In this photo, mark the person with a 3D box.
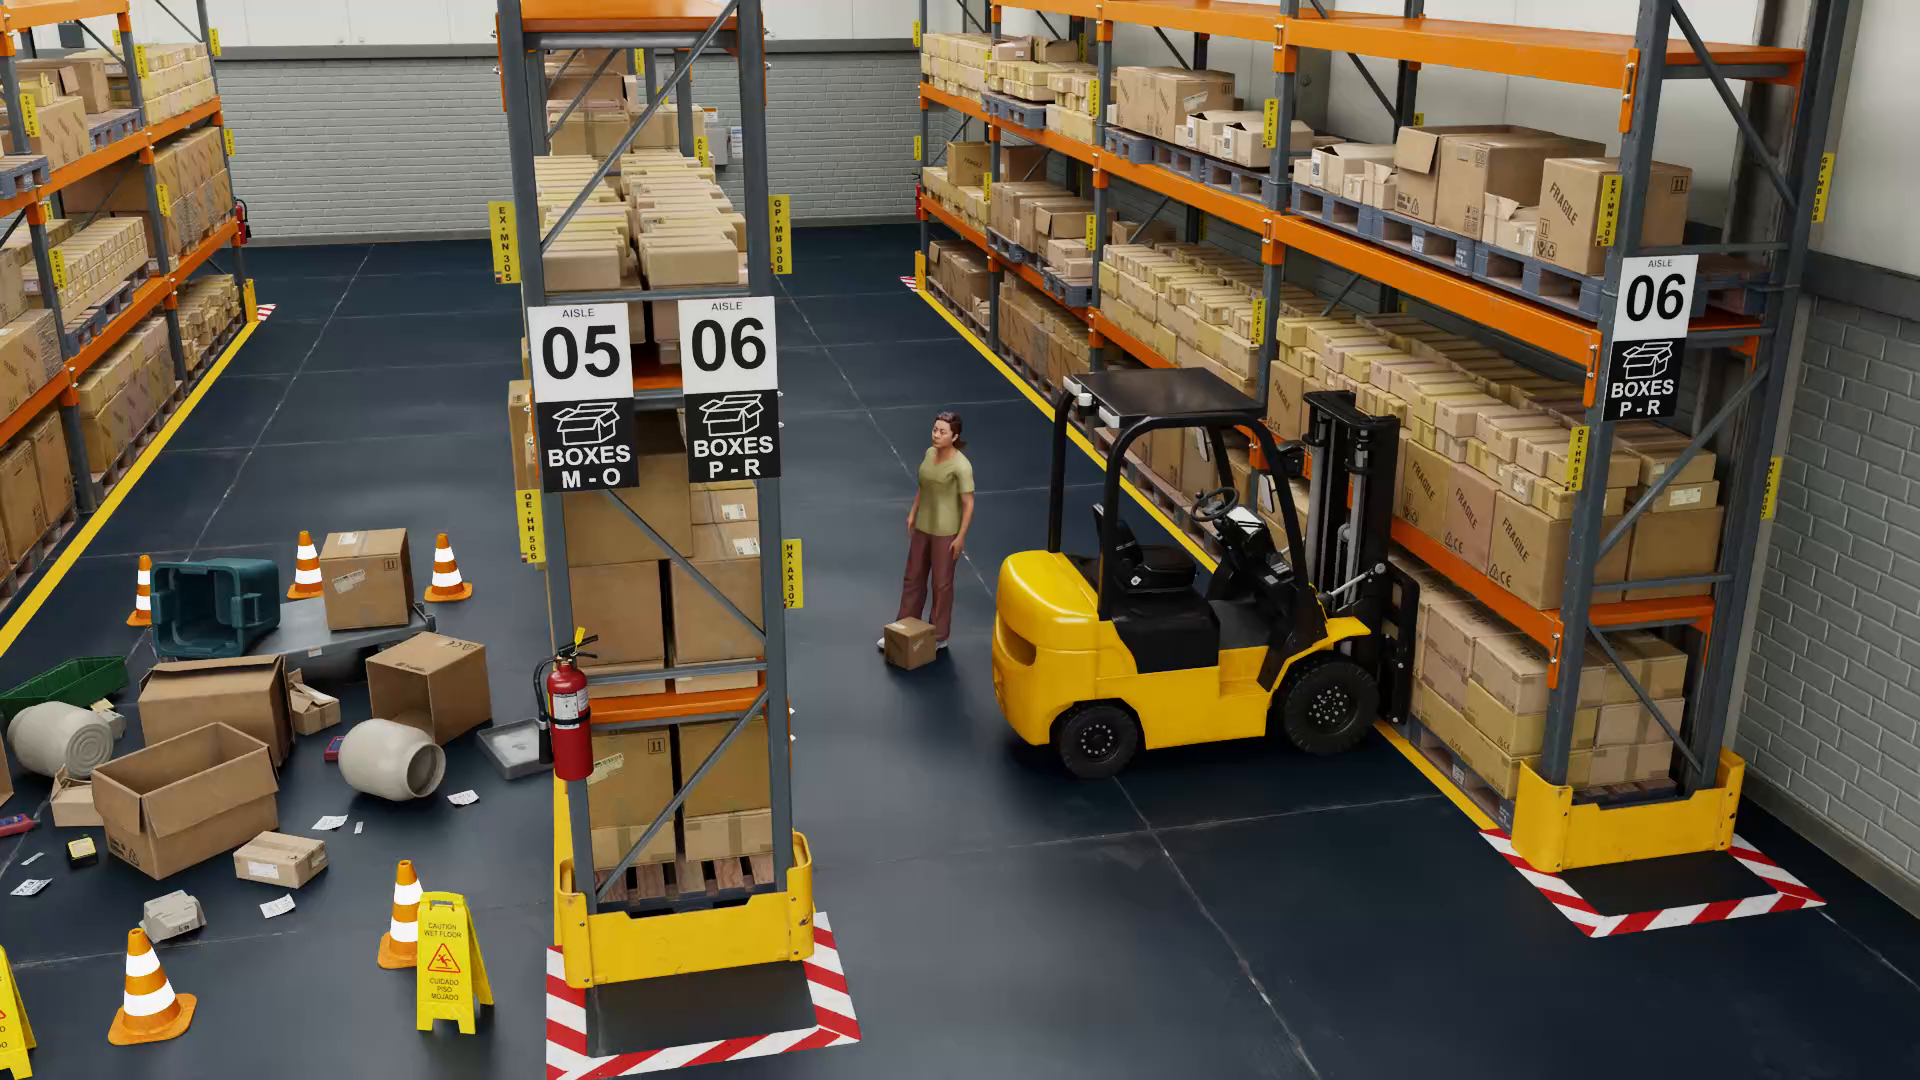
[{"bbox_3d":[-0.203,-0.040,11.156,0.548,1.673,0.553,-17,26,-39],"label":"person"}]
